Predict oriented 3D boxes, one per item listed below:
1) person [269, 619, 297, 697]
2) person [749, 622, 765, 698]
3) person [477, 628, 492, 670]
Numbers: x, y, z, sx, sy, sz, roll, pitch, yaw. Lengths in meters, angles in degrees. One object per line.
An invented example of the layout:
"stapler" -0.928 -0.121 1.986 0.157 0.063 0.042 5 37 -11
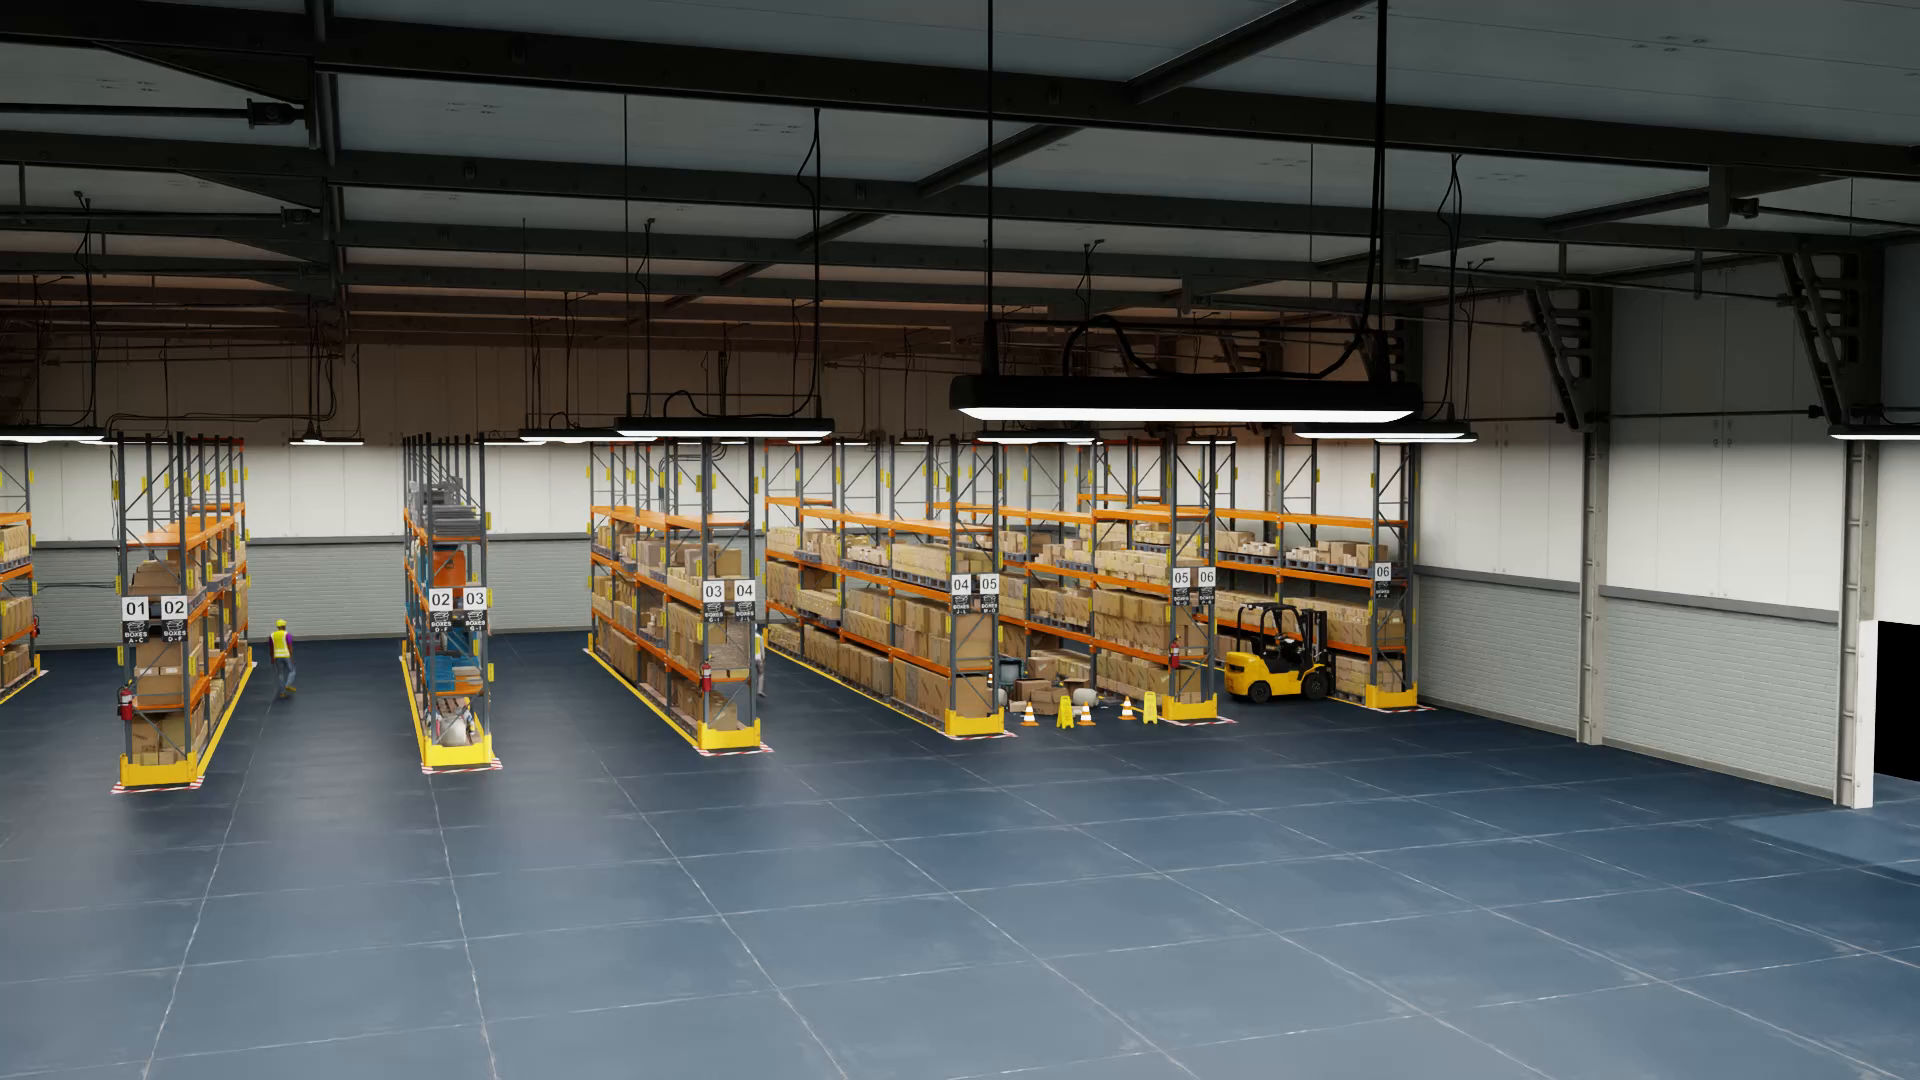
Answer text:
"person" -15.605 2.716 38.308 0.601 1.752 0.522 -1 3 -11
"person" -4.710 2.733 37.844 0.548 1.764 0.541 0 3 -6
"person" -12.453 2.507 43.025 0.729 1.665 0.551 3 4 44
